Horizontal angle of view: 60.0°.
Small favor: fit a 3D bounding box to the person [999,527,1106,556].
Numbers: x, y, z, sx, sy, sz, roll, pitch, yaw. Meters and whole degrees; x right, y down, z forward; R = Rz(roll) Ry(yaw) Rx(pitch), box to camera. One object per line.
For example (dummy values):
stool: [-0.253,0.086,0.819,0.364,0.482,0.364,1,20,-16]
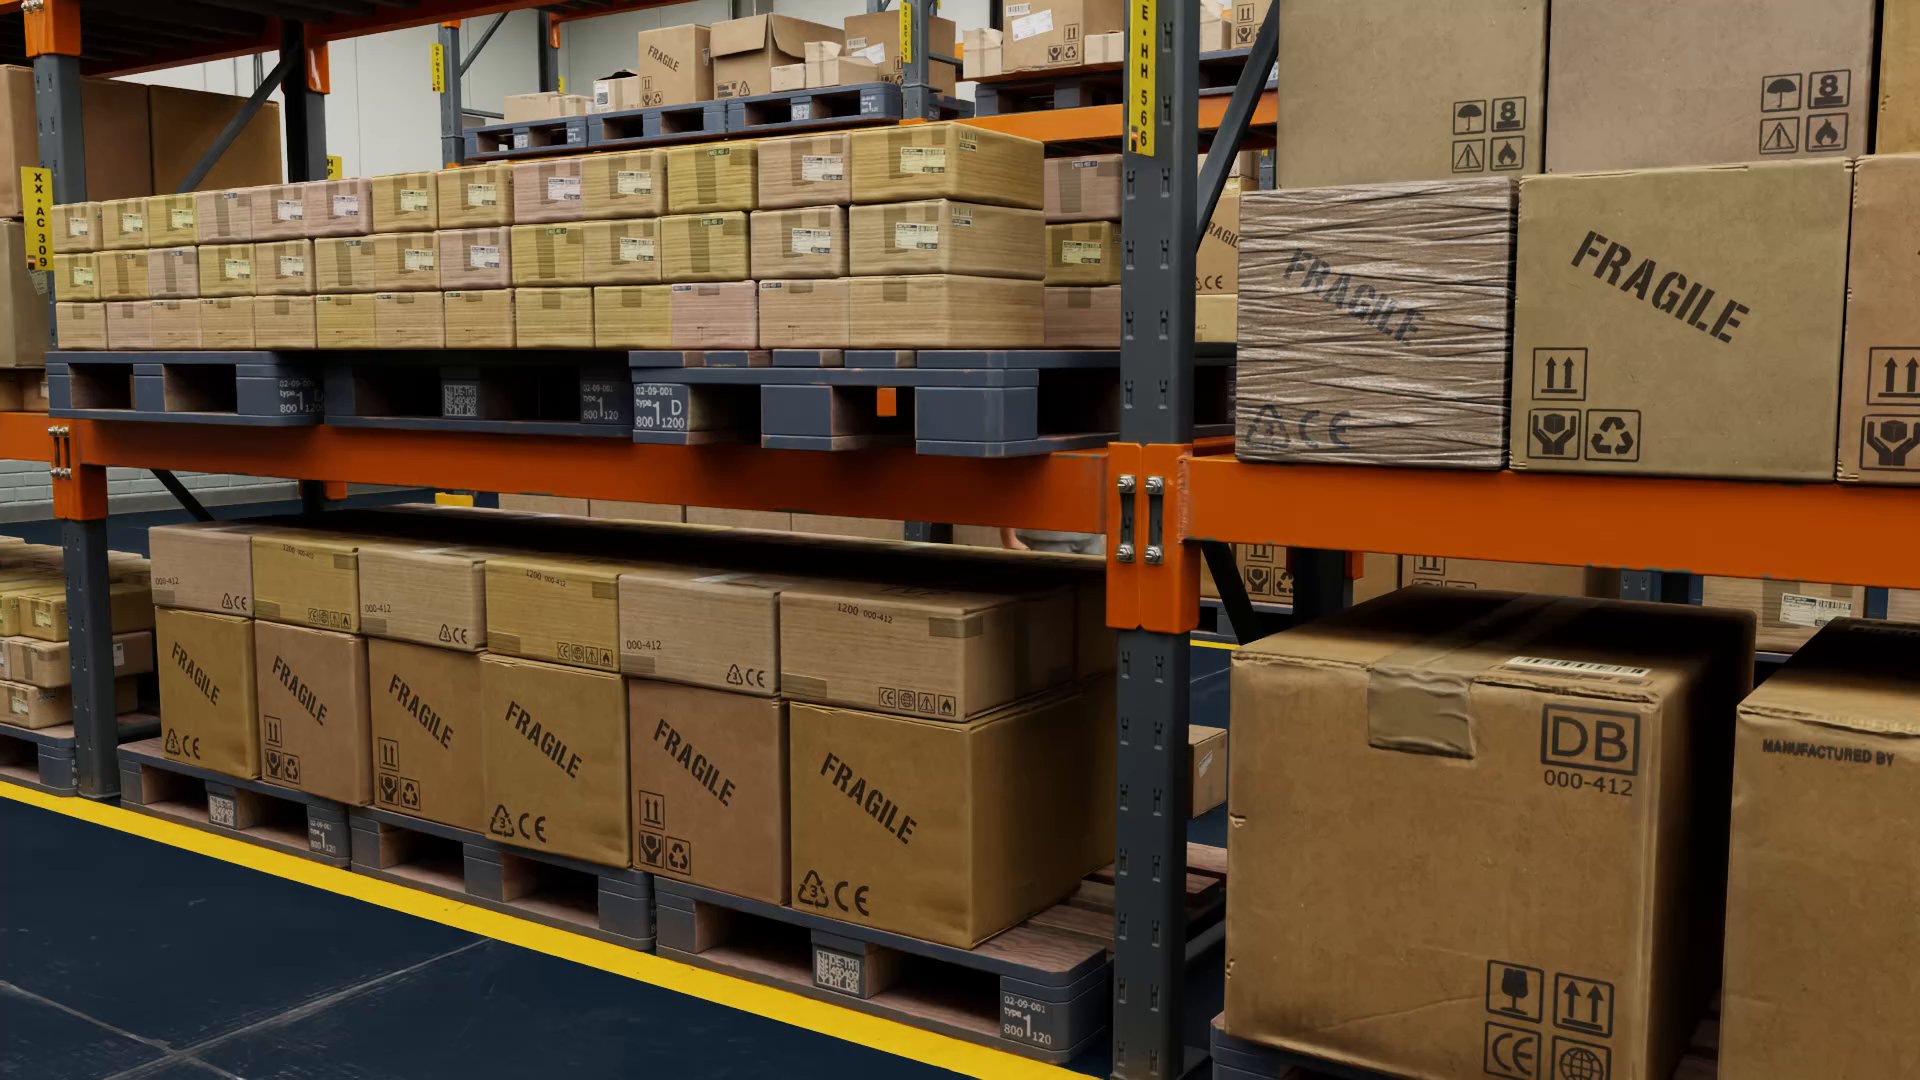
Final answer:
person: [0.353,0.013,5.758,0.584,1.695,0.399,-6,9,-42]
